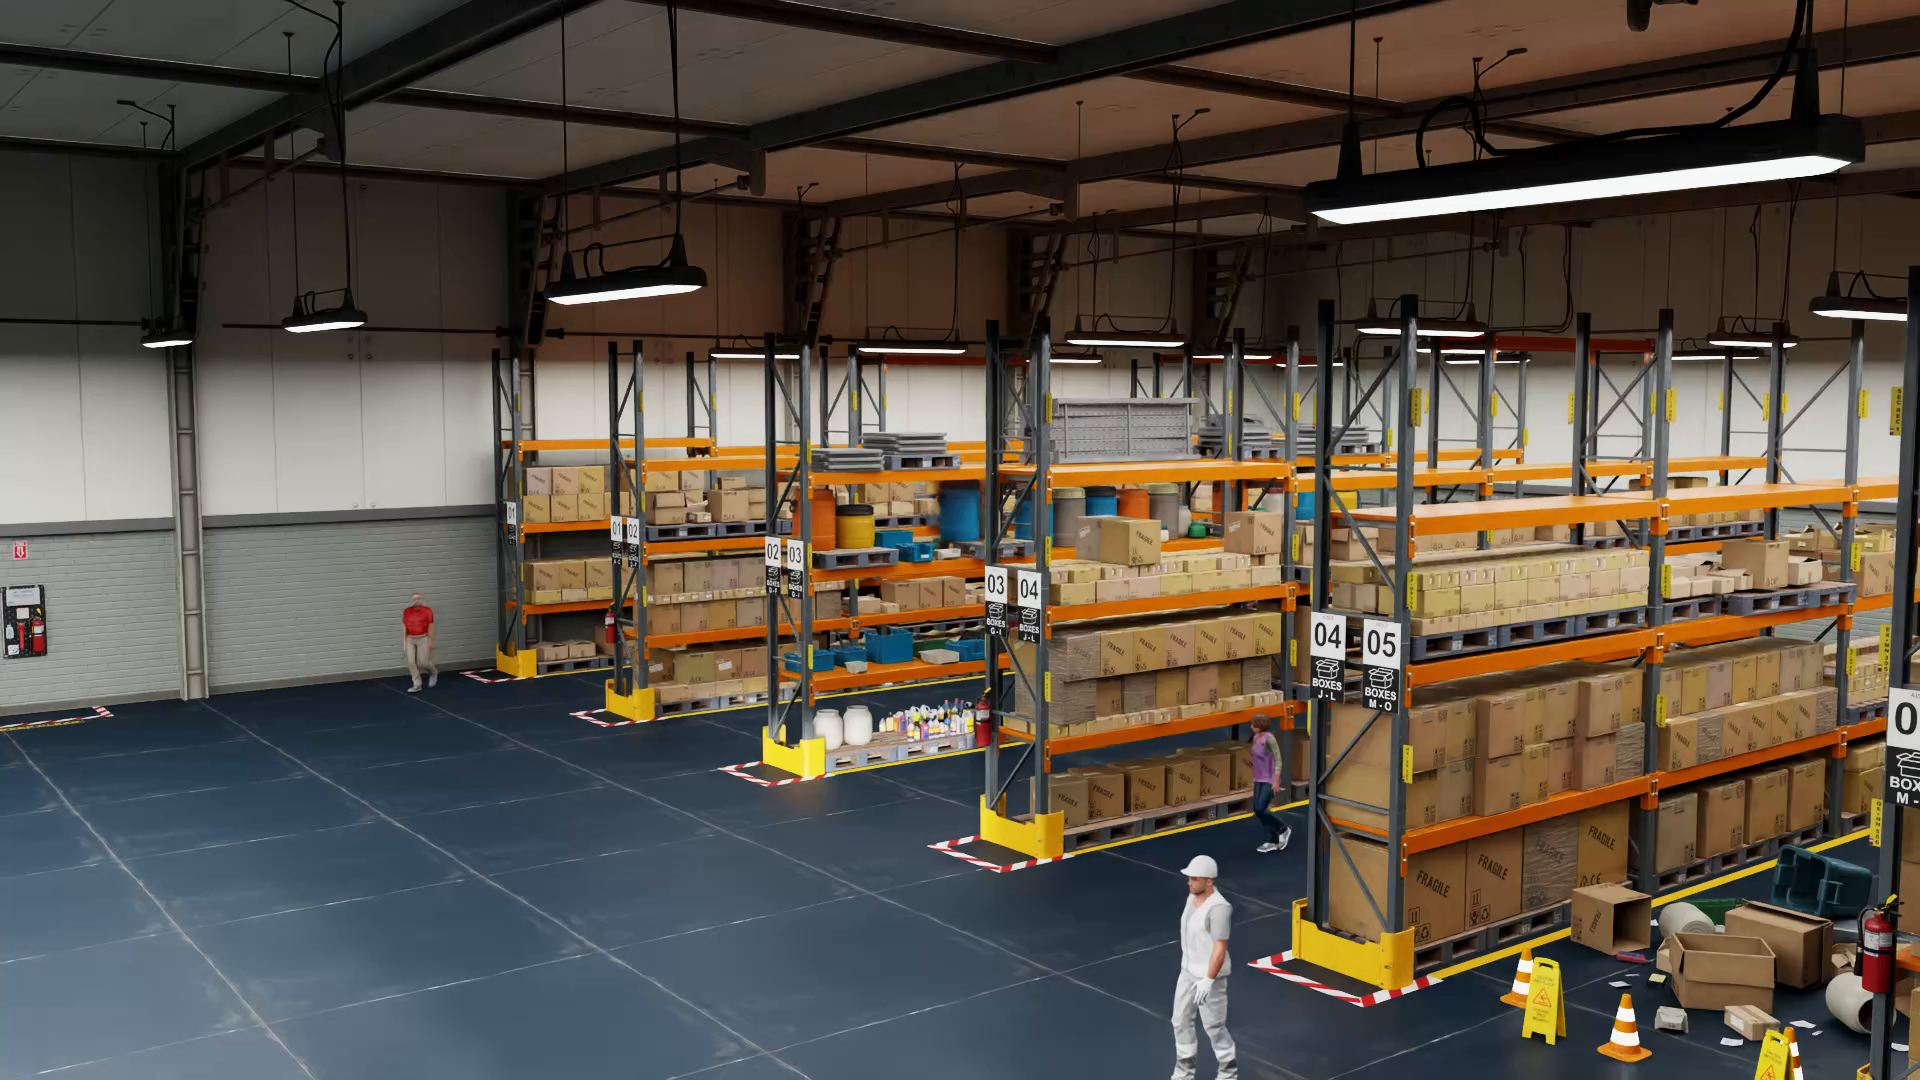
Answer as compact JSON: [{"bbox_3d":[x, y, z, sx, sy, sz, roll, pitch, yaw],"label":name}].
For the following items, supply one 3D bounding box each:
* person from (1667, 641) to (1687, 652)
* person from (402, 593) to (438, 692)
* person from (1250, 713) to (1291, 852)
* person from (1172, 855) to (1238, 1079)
[{"bbox_3d":[10.646,2.223,24.470,0.672,1.601,0.661,-3,6,-29],"label":"person"},{"bbox_3d":[-9.388,1.758,28.861,0.516,1.706,0.626,1,5,13],"label":"person"},{"bbox_3d":[3.500,2.737,18.795,0.455,1.579,0.498,-1,5,-16],"label":"person"},{"bbox_3d":[1.761,3.216,12.223,0.587,1.824,0.620,-2,5,-20],"label":"person"}]
